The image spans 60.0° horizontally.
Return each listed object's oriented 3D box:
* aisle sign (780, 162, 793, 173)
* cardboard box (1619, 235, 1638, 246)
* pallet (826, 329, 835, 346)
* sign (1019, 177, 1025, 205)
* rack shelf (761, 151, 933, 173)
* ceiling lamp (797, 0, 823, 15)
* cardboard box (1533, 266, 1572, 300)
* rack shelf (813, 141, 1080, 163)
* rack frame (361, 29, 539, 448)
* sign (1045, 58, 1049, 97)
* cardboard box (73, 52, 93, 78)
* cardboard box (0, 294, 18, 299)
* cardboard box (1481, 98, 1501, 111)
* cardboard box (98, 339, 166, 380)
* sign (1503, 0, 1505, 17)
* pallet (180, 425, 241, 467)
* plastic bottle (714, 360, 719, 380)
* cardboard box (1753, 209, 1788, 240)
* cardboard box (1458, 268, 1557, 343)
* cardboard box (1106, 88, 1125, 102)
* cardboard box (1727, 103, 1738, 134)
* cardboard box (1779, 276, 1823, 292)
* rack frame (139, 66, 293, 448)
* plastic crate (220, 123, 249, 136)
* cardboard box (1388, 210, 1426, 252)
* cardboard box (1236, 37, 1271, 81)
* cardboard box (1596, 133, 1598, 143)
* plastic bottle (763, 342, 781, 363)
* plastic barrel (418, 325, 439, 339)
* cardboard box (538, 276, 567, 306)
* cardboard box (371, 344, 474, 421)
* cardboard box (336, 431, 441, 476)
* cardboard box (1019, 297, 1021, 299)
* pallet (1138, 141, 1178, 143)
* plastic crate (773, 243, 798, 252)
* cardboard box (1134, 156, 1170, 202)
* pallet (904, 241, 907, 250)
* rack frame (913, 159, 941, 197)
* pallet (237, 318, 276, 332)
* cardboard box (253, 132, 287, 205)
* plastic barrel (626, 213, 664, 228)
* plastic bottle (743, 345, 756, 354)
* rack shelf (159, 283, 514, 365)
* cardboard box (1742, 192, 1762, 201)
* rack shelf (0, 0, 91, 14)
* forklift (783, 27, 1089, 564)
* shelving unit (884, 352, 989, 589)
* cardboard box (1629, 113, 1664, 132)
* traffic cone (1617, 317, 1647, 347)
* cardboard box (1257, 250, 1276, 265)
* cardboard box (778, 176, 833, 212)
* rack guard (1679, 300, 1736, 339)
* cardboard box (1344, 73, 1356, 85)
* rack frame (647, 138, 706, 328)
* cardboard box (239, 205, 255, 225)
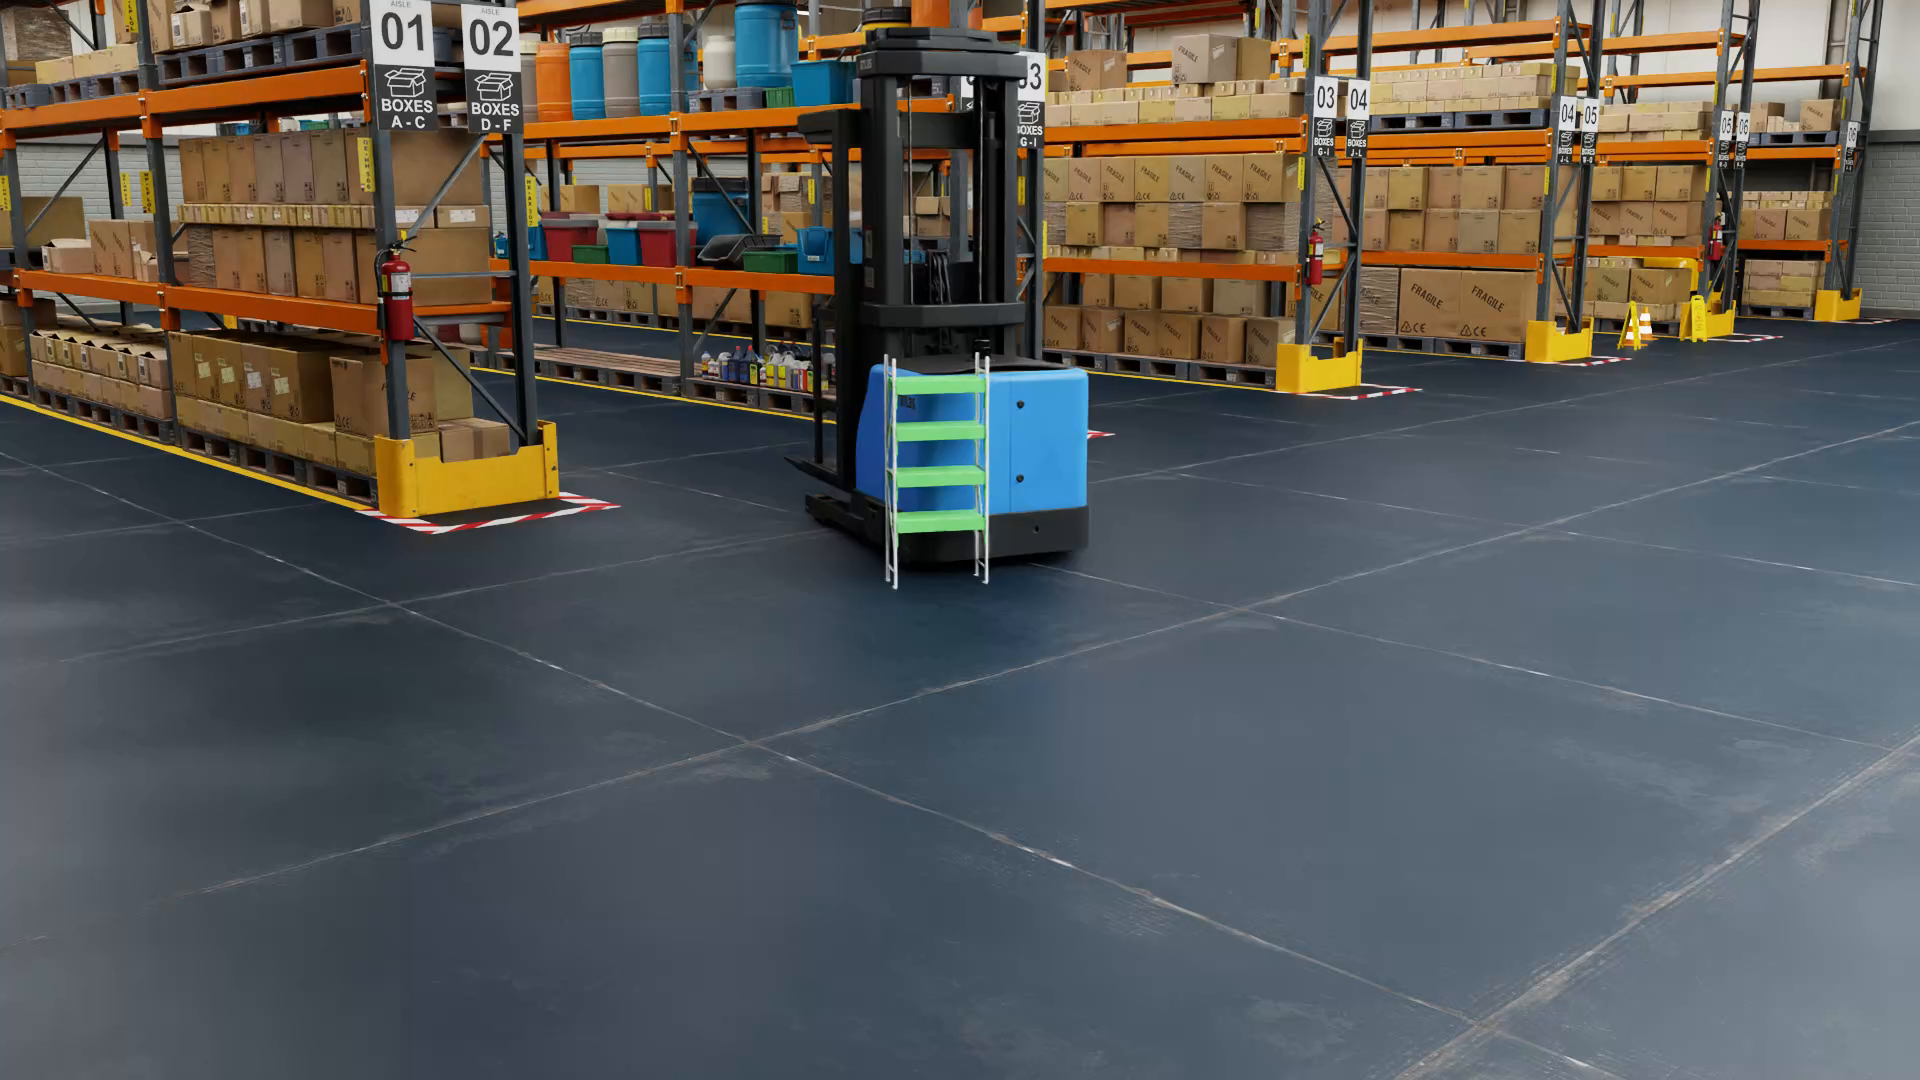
[{"bbox_3d":[-3.326,-7.429,32.096,0.394,0.787,0.004,-11,16,-43],"label":"aisle sign"},{"bbox_3d":[10.038,-4.470,24.797,0.380,0.149,0.250,-11,16,-42],"label":"cardboard box"},{"bbox_3d":[-1.086,-2.780,22.880,1.003,0.211,1.213,-11,16,-43],"label":"pallet"},{"bbox_3d":[0.739,-4.165,19.825,0.100,0.325,0.005,-11,16,-43],"label":"sign"},{"bbox_3d":[-2.111,-6.929,30.457,1.077,0.370,4.000,-11,16,-43],"label":"rack shelf"},{"bbox_3d":[-3.589,-12.659,34.590,2.000,3.185,0.800,-11,16,-43],"label":"ceiling lamp"},{"bbox_3d":[9.252,-4.007,25.842,0.500,0.500,0.500,-10,15,-40],"label":"cardboard box"},{"bbox_3d":[-0.243,-5.085,21.507,1.077,0.370,4.000,-11,16,-43],"label":"rack shelf"},{"bbox_3d":[-3.267,-1.712,10.789,1.000,3.000,0.127,-11,16,-43],"label":"rack frame"},{"bbox_3d":[0.719,-3.951,14.202,0.100,0.325,0.005,-11,16,-43],"label":"sign"},{"bbox_3d":[-7.676,-4.264,15.070,0.500,0.250,0.500,-11,16,-44],"label":"cardboard box"},{"bbox_3d":[-10.359,-2.498,17.851,0.500,0.250,0.500,-11,16,-44],"label":"cardboard box"},{"bbox_3d":[6.731,-5.445,20.807,0.380,0.149,0.250,-11,16,-42],"label":"cardboard box"},{"bbox_3d":[-7.223,-1.597,14.613,0.500,0.311,0.500,-11,16,-43],"label":"cardboard box"},{"bbox_3d":[8.710,-8.564,26.669,0.100,0.325,0.005,-11,16,-43],"label":"sign"},{"bbox_3d":[-5.511,-0.808,13.312,1.003,0.211,1.213,-11,16,-43],"label":"pallet"},{"bbox_3d":[-2.401,-1.693,16.542,0.097,0.201,0.097,0,12,0],"label":"plastic bottle"},{"bbox_3d":[13.774,-5.327,28.084,0.500,0.500,0.500,-10,15,-41],"label":"cardboard box"},{"bbox_3d":[7.041,-3.023,21.377,0.875,0.875,0.875,-11,16,-42],"label":"cardboard box"},{"bbox_3d":[1.866,-5.024,18.812,0.380,0.149,0.250,-11,16,-44],"label":"cardboard box"},{"bbox_3d":[13.162,-7.224,28.566,0.797,0.503,0.637,-10,15,-41],"label":"cardboard box"},{"bbox_3d":[14.093,-4.297,27.867,0.500,0.250,0.500,-11,16,-43],"label":"cardboard box"},{"bbox_3d":[-6.030,-2.296,13.622,1.000,3.000,0.127,-11,16,-43],"label":"rack frame"},{"bbox_3d":[-10.667,-6.047,24.720,0.497,0.269,0.590,-11,16,-43],"label":"plastic crate"},{"bbox_3d":[6.181,-4.138,22.191,0.875,0.550,0.500,-11,16,-43],"label":"cardboard box"},{"bbox_3d":[3.070,-5.255,18.328,0.500,0.500,0.500,-11,16,-43],"label":"cardboard box"},{"bbox_3d":[9.526,-6.050,25.033,0.380,0.149,0.250,-11,16,-43],"label":"cardboard box"},{"bbox_3d":[-1.896,-1.830,16.834,0.144,0.351,0.185,-11,16,-43],"label":"plastic bottle"},{"bbox_3d":[-6.791,-2.860,21.487,0.421,0.512,0.421,0,12,0],"label":"plastic barrel"},{"bbox_3d":[-6.649,-4.510,28.593,0.875,0.875,0.875,-11,16,-43],"label":"cardboard box"},{"bbox_3d":[-3.823,-1.120,11.831,0.500,0.500,0.500,-11,16,-43],"label":"cardboard box"},{"bbox_3d":[-3.851,-0.608,11.204,0.500,0.250,0.500,-11,16,-43],"label":"cardboard box"},{"bbox_3d":[1.033,-4.053,27.306,0.500,0.500,0.500,-10,15,-40],"label":"cardboard box"},{"bbox_3d":[3.290,-6.063,24.943,1.003,0.211,1.213,-10,15,-40],"label":"pallet"},{"bbox_3d":[-1.484,-2.789,16.385,0.499,0.251,0.616,-11,16,-43],"label":"plastic crate"},{"bbox_3d":[2.309,-4.042,18.634,0.500,0.500,0.500,-11,16,-43],"label":"cardboard box"},{"bbox_3d":[-1.055,-4.077,22.740,1.213,0.211,1.003,-11,16,-43],"label":"pallet"},{"bbox_3d":[-0.730,-5.520,29.270,1.000,3.000,0.127,-11,16,-43],"label":"rack frame"},{"bbox_3d":[-10.190,-3.246,25.141,1.003,0.211,1.213,-11,16,-43],"label":"pallet"},{"bbox_3d":[-4.679,-2.697,12.105,0.700,0.500,0.500,-11,16,-43],"label":"cardboard box"},{"bbox_3d":[-3.453,-3.330,18.302,0.433,0.535,0.433,0,12,0],"label":"plastic barrel"},{"bbox_3d":[-2.083,-1.748,16.438,0.144,0.351,0.185,-11,16,-43],"label":"plastic bottle"},{"bbox_3d":[-4.648,-1.652,12.278,1.077,0.370,4.000,-11,16,-43],"label":"rack shelf"},{"bbox_3d":[13.484,-5.836,28.212,0.380,0.149,0.250,-10,16,-41],"label":"cardboard box"},{"bbox_3d":[-10.173,-5.562,17.380,1.077,0.370,4.000,-11,16,-43],"label":"rack shelf"},{"bbox_3d":[-0.330,-1.558,10.210,1.130,2.935,3.031,-5,13,-23],"label":"forklift"},{"bbox_3d":[-0.123,-0.366,8.713,0.503,1.200,0.258,-3,12,-13],"label":"shelving unit"},{"bbox_3d":[10.182,-6.127,24.418,0.500,0.250,0.500,-11,16,-43],"label":"cardboard box"},{"bbox_3d":[9.270,-2.909,22.886,0.336,0.463,0.334,-11,16,-43],"label":"traffic cone"},{"bbox_3d":[3.382,-3.019,17.752,0.380,0.149,0.250,-11,16,-43],"label":"cardboard box"},{"bbox_3d":[-2.118,-4.909,23.571,0.797,0.503,0.637,-10,15,-41],"label":"cardboard box"},{"bbox_3d":[11.015,-3.260,24.495,1.175,0.500,0.348,-11,16,-43],"label":"rack guard"},{"bbox_3d":[5.327,-6.132,22.166,0.380,0.149,0.250,-11,16,-43],"label":"cardboard box"},{"bbox_3d":[-4.387,-4.843,25.987,1.000,3.000,0.127,-11,16,-43],"label":"rack frame"},{"bbox_3d":[-5.091,-2.409,12.315,0.250,0.149,0.380,11,16,43],"label":"cardboard box"}]
